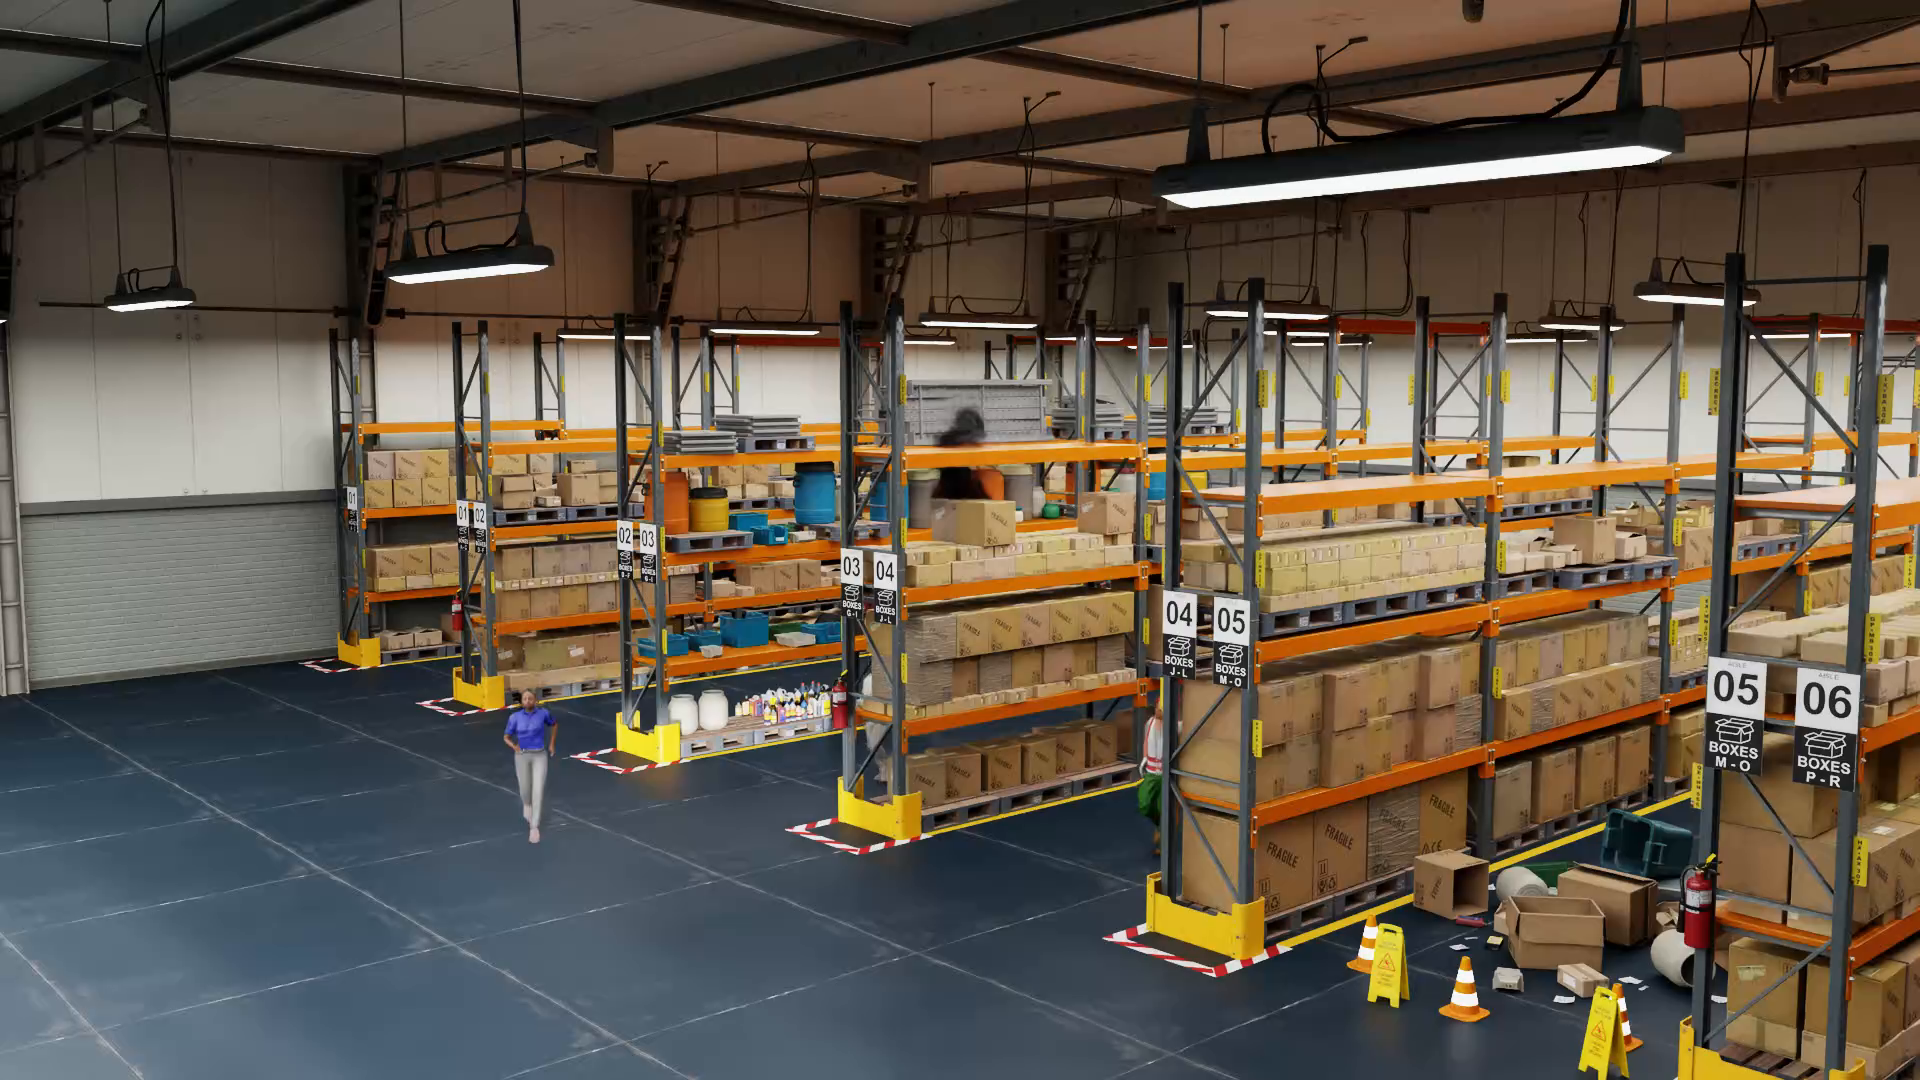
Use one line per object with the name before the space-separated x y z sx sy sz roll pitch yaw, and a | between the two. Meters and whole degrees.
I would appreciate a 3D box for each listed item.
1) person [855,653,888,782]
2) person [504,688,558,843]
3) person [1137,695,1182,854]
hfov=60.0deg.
person | -1.069 2.250 21.034 0.591 1.656 0.599 4 7 37
person | -4.840 2.501 18.779 0.592 1.654 0.930 -1 6 -12
person | 2.187 2.524 17.927 0.669 1.748 0.584 4 7 37
